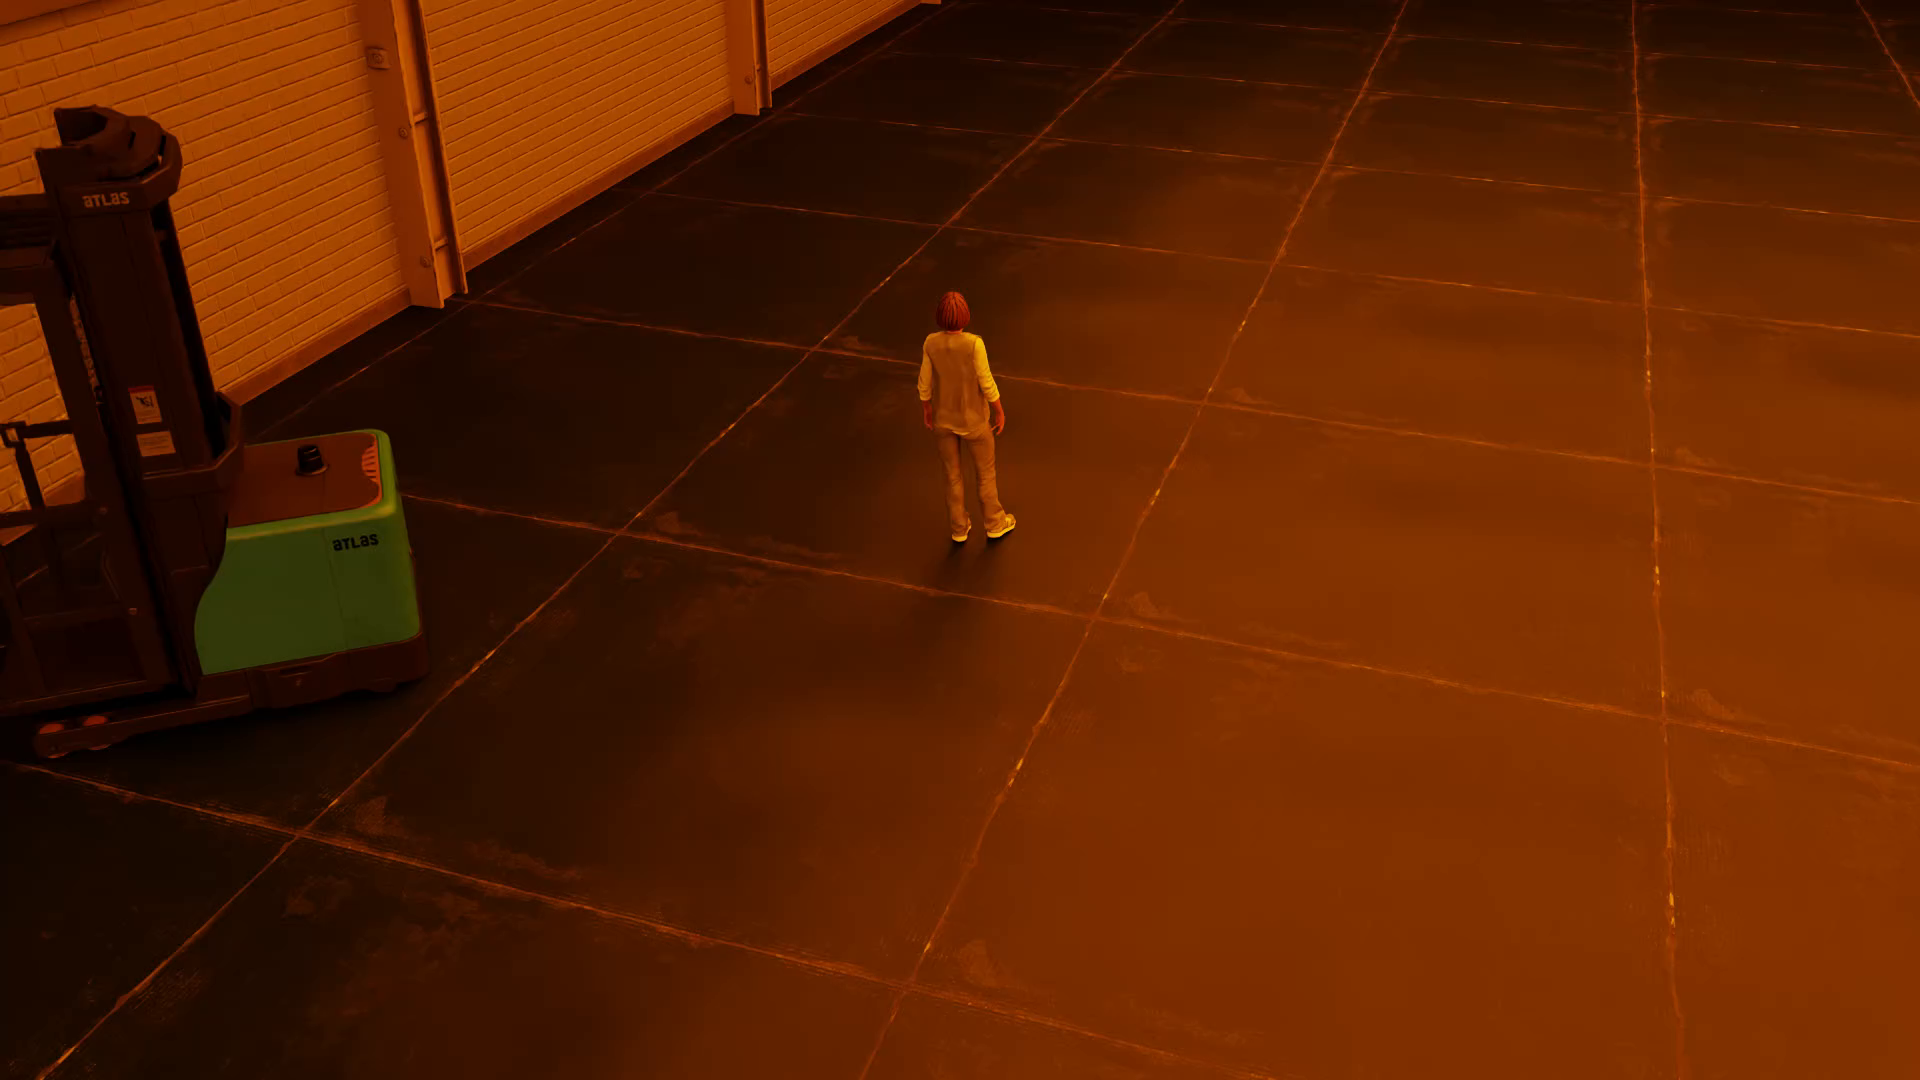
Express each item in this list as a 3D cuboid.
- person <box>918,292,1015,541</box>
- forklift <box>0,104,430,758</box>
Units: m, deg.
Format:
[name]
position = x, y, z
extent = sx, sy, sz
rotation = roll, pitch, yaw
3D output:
[person]
position = 0.037, -0.733, 9.755
extent = 0.521, 1.599, 0.473
rotation = 10, 31, 16
[forklift]
position = -4.366, -0.493, 8.001
extent = 3.031, 2.935, 1.130
rotation = -10, 31, -17
